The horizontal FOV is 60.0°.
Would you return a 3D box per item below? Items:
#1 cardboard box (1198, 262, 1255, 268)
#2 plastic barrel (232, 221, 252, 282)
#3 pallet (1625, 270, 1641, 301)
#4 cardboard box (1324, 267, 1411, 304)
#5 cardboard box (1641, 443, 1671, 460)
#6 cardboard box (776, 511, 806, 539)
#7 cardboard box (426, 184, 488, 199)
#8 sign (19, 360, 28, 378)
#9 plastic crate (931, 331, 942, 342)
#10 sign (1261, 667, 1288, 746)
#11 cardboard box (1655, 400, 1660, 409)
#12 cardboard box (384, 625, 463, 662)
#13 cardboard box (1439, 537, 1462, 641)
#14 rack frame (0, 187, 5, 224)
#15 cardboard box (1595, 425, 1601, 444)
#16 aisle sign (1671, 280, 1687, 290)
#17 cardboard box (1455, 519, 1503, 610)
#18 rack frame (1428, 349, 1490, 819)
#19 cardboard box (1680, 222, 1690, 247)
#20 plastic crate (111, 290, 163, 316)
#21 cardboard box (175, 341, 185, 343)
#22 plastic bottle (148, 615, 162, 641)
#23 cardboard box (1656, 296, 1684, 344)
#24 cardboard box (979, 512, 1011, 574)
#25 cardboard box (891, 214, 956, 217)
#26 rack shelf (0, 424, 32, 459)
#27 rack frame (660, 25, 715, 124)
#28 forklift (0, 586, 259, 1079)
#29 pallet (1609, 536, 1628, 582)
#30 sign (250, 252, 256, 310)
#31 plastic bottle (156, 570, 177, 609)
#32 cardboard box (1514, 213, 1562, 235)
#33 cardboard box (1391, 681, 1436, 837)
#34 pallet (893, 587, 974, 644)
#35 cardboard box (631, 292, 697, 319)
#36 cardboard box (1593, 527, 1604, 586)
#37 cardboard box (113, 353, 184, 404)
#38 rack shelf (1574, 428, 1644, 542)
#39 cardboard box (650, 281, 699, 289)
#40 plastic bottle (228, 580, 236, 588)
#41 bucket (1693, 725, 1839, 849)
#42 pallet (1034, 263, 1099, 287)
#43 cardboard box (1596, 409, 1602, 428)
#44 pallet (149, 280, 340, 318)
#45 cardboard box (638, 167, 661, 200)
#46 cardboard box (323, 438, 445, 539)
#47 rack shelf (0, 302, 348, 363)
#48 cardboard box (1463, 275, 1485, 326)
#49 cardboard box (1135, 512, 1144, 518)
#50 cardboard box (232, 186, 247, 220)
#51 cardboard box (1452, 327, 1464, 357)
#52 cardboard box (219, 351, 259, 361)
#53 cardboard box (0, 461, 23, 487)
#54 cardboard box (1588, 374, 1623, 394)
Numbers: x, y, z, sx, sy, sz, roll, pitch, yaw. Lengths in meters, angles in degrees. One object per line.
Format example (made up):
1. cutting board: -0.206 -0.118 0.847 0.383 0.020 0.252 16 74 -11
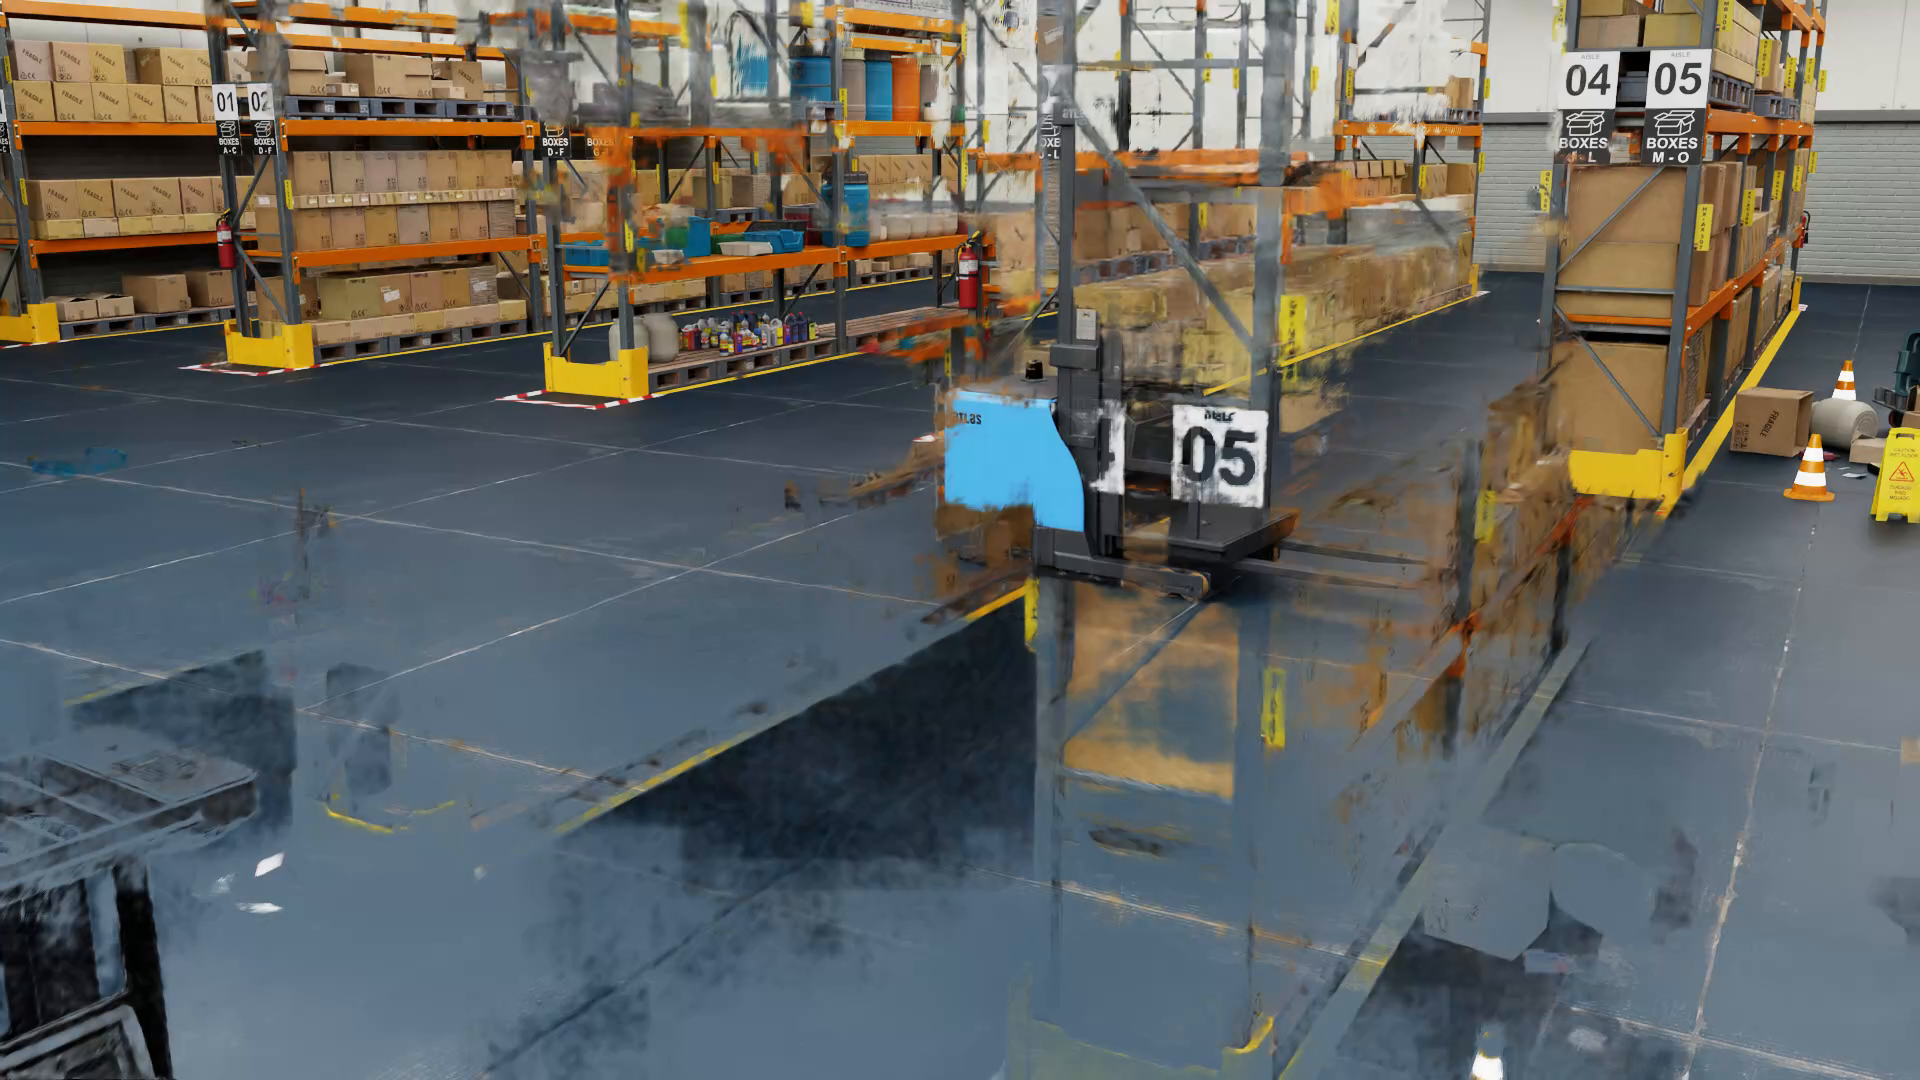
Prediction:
1. cardboard box: 5.431 -4.235 13.525 0.380 0.149 0.250 8 15 28
2. plastic barrel: -2.247 -5.453 19.718 0.421 0.512 0.421 0 14 0
3. pallet: 9.739 -5.339 20.781 1.213 0.211 1.003 7 15 28
4. cardboard box: 6.007 -4.160 13.215 0.380 0.149 0.250 8 16 29
5. cardboard box: 12.343 -3.978 25.052 0.380 0.149 0.250 7 15 27
6. cardboard box: 2.622 -3.042 17.787 0.380 0.149 0.250 7 15 28
7. cardboard box: -2.945 -7.531 28.148 0.600 0.600 0.600 7 15 27
8. sign: -5.715 -4.761 22.367 0.100 0.325 0.005 7 15 28
9. plastic crate: 3.545 -5.920 29.623 0.396 0.136 0.243 7 15 28
10. sign: 5.311 -2.233 11.881 0.100 0.325 0.005 7 15 28
11. cardboard box: 11.646 -4.475 23.730 0.380 0.149 0.250 8 16 30
12. cardboard box: 0.881 -2.330 14.835 0.380 0.149 0.250 7 15 28
13. cardboard box: 6.594 -2.655 15.325 0.875 0.550 0.550 7 15 28
14. rack frame: -6.202 -7.281 22.034 1.000 3.000 0.127 7 15 28
15. cardboard box: 9.727 -3.903 20.461 0.380 0.149 0.250 8 16 29
16. aisle sign: 12.861 -6.365 25.490 0.394 0.787 0.004 7 15 28
17. cardboard box: 7.251 -2.785 15.971 0.500 0.500 0.500 8 15 29
18. rack frame: 6.762 -2.659 15.662 1.000 3.000 0.127 7 15 28
19. cardboard box: 12.067 -6.416 24.099 0.500 0.250 0.500 8 16 29
20. plastic crate: -2.868 -4.865 18.865 0.336 0.188 0.450 7 15 28
21. cardboard box: -7.647 -5.942 29.773 0.380 0.149 0.250 8 16 29
22. plastic bottle: -2.602 -2.193 18.763 0.097 0.201 0.097 0 14 0
23. cardboard box: 12.071 -5.466 24.326 0.500 0.500 0.500 8 16 31
24. cardboard box: 4.096 -2.921 21.145 0.700 0.500 0.500 6 15 25
25. cardboard box: 3.701 -5.641 20.352 0.500 0.500 0.500 7 15 28
26. rack shelf: -7.168 -3.605 21.120 1.077 0.370 4.000 7 15 28
27. rack frame: -0.401 -9.743 32.246 1.000 3.000 0.127 7 15 28
28. forklift: 1.386 -1.213 9.810 3.031 2.935 1.130 9 16 33
29. pallet: 10.254 -2.785 22.133 1.003 0.211 1.213 7 15 28
30. sign: 0.059 -4.376 14.497 0.100 0.325 0.005 7 15 28
31. plastic bottle: -2.917 -2.484 19.651 0.144 0.351 0.185 7 15 28
32. cardboard box: 9.267 -5.737 20.183 0.396 0.266 0.258 7 15 28
33. cardboard box: 6.396 -1.709 15.359 0.875 0.875 0.875 8 16 29
34. pallet: 3.432 -2.297 20.111 1.003 0.211 1.213 7 15 28
35. cardboard box: 2.009 -4.511 16.415 0.380 0.149 0.250 8 16 30
36. cardboard box: 9.745 -2.794 20.660 0.500 0.500 0.500 7 15 27
37. cardboard box: -5.319 -4.780 24.246 0.500 0.500 0.500 7 15 28
38. rack shelf: 9.662 -3.540 20.852 1.077 0.370 4.000 7 15 28
39. cardboard box: 1.973 -4.726 17.308 0.380 0.149 0.250 7 15 25
40. plastic bottle: -2.277 -2.432 19.578 0.061 0.283 0.133 7 15 28
41. bucket: 8.714 -1.517 14.668 0.620 0.611 0.726 1 9 -42
42. pallet: 4.667 -5.567 21.726 1.213 0.211 1.003 8 16 31
43. cardboard box: 9.726 -4.047 20.425 0.380 0.149 0.250 7 15 28
44. pallet: -2.131 -5.010 19.417 1.213 0.211 1.003 7 15 28
45. cardboard box: -1.098 -8.504 31.163 0.700 0.500 0.500 7 15 28
46. cardboard box: 0.584 -3.241 15.095 0.500 0.500 0.500 7 15 28
47. rack shelf: -2.834 -4.501 18.437 1.077 0.370 4.000 7 15 28
48. cardboard box: 6.748 -4.311 14.692 0.500 0.250 0.500 7 15 27
49. cardboard box: 5.613 -3.737 23.772 1.225 0.875 0.875 7 15 26
50. cardboard box: -7.194 -8.119 30.758 0.700 0.500 0.500 6 15 25
51. cardboard box: 6.620 -4.032 14.383 0.380 0.149 0.250 8 16 29
52. cardboard box: -7.300 -5.395 30.701 0.750 0.750 0.750 8 16 30
53. cardboard box: -6.257 -3.620 23.424 0.500 0.311 0.500 7 15 28
54. cardboard box: 10.350 -4.459 21.499 0.380 0.149 0.250 7 15 26
